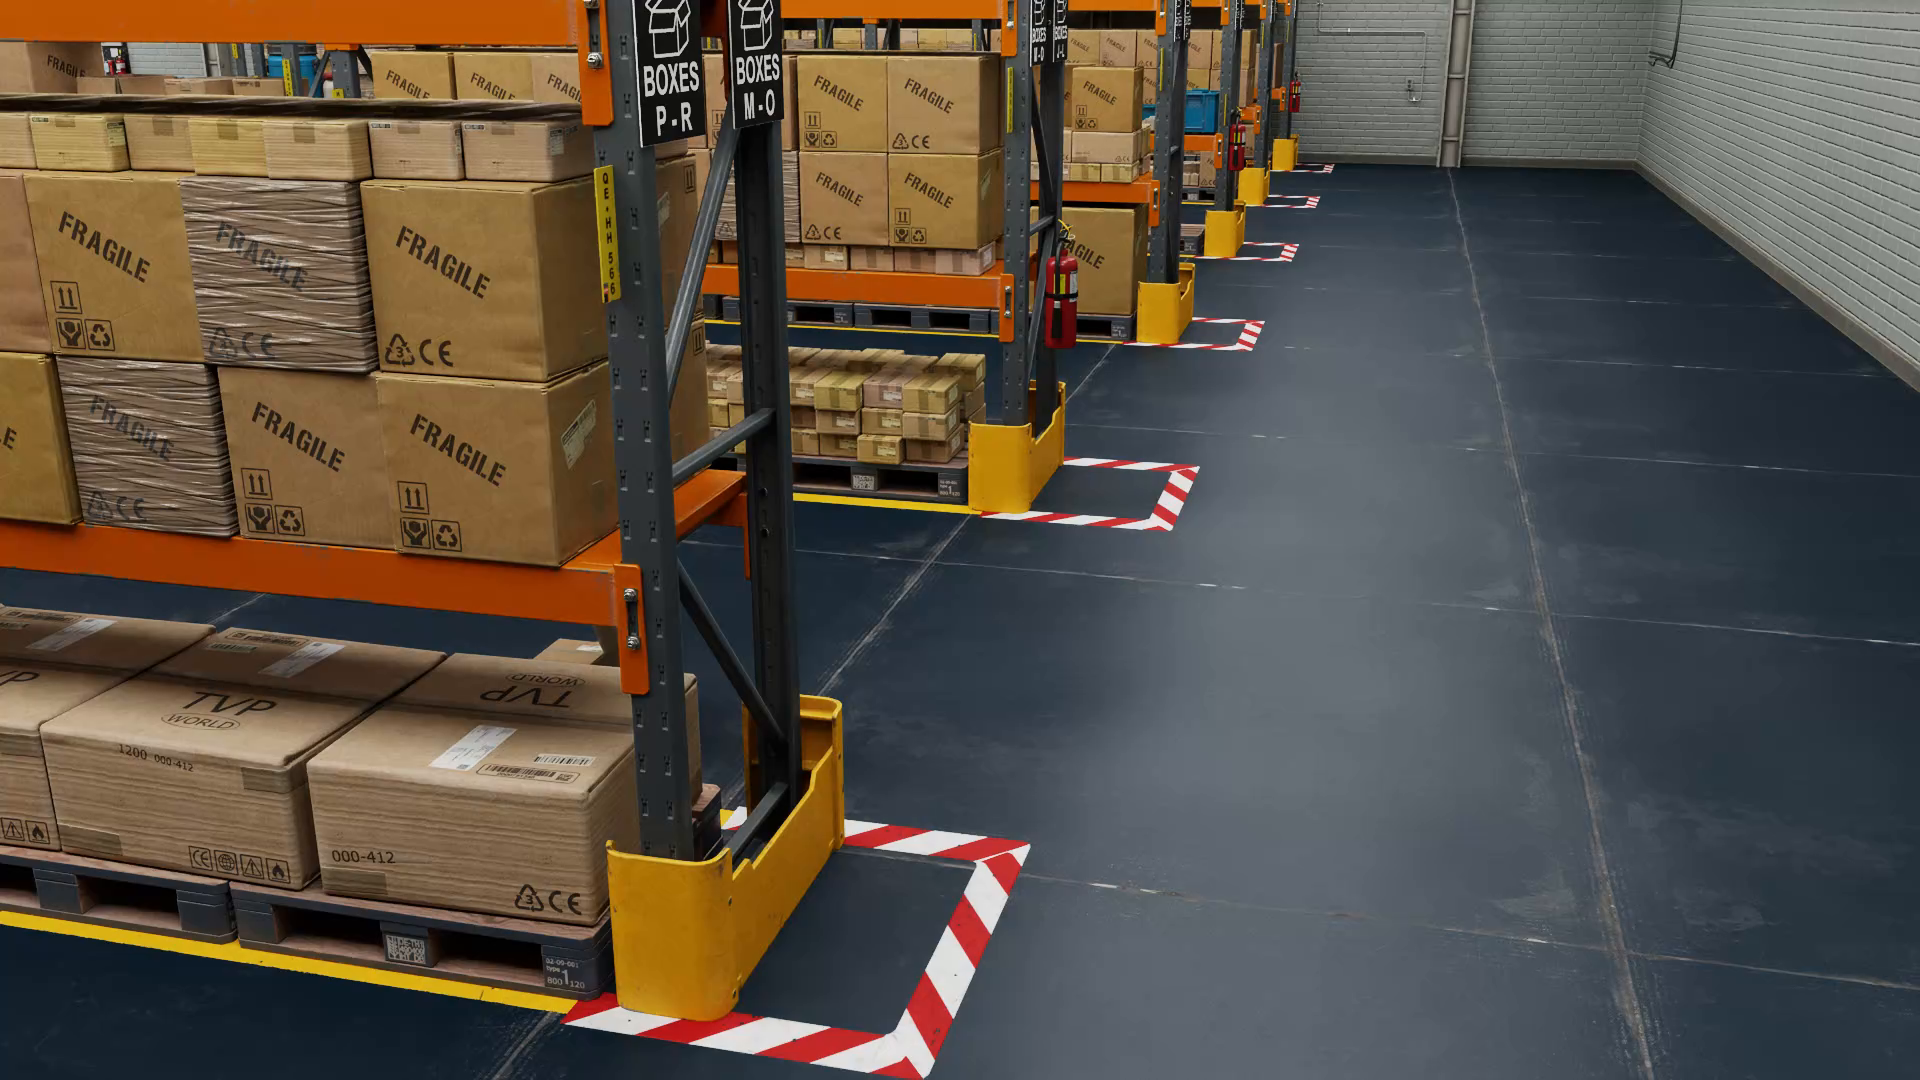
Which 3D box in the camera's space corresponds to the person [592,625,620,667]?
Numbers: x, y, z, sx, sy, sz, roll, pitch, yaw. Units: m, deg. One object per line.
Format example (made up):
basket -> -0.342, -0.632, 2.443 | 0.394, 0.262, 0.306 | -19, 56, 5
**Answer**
person -> -1.286, -0.130, 6.444 | 0.434, 1.745, 0.595 | 4, 19, 12
